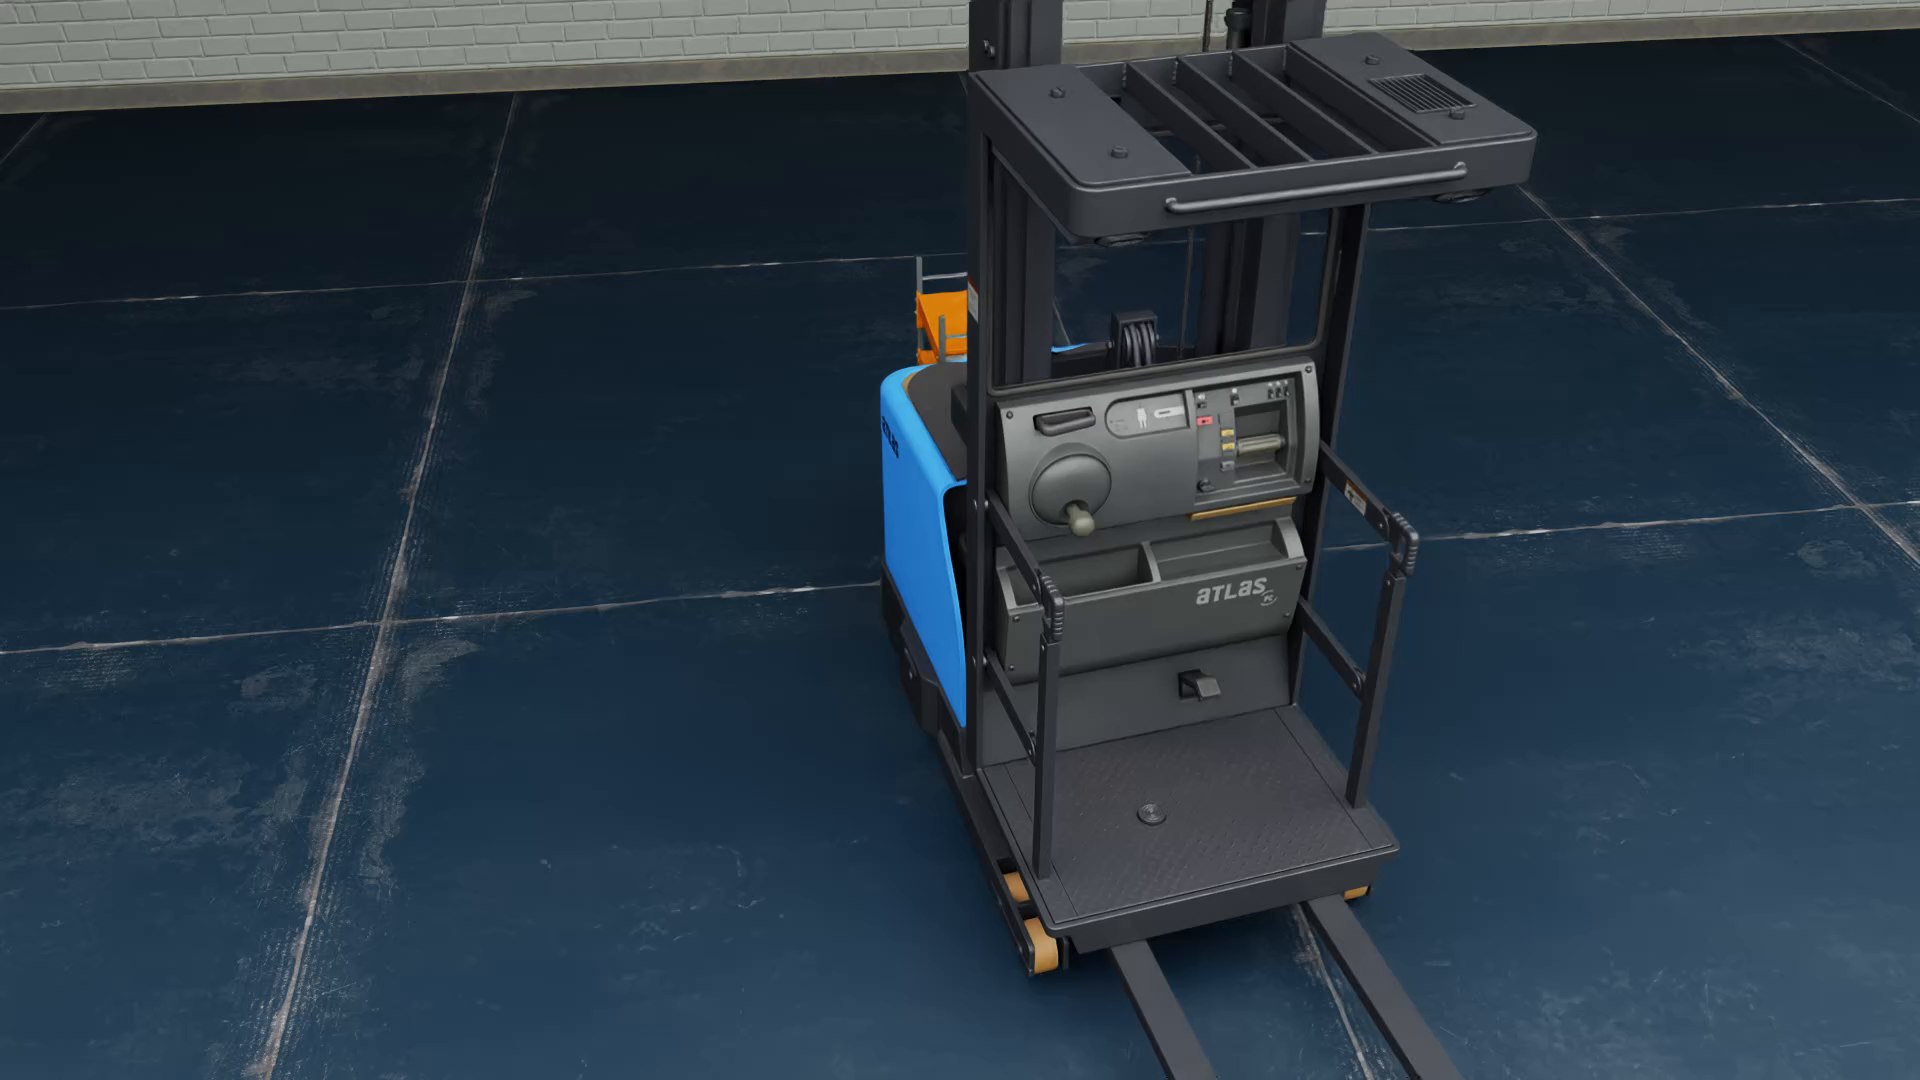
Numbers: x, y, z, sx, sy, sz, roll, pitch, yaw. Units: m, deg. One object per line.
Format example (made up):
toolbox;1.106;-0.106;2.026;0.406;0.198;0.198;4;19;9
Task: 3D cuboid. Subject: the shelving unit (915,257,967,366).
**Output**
shelving unit;0.001;-0.425;6.309;0.258;1.200;0.503;-6;35;-9

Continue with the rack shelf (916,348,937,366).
rack shelf;0.001;-0.555;6.221;0.258;0.148;0.480;-6;35;-9

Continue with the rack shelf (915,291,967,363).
rack shelf;0.001;-0.750;6.087;0.258;0.148;0.480;-6;35;-9

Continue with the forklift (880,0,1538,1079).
forklift;0.626;-0.192;4.429;1.130;2.935;3.031;-10;35;-14

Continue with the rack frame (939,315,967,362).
rack frame;0.046;-0.290;6.110;0.240;1.200;0.015;-6;35;-9

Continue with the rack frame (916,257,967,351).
rack frame;-0.044;-0.560;6.507;0.240;1.200;0.015;-6;35;-9
